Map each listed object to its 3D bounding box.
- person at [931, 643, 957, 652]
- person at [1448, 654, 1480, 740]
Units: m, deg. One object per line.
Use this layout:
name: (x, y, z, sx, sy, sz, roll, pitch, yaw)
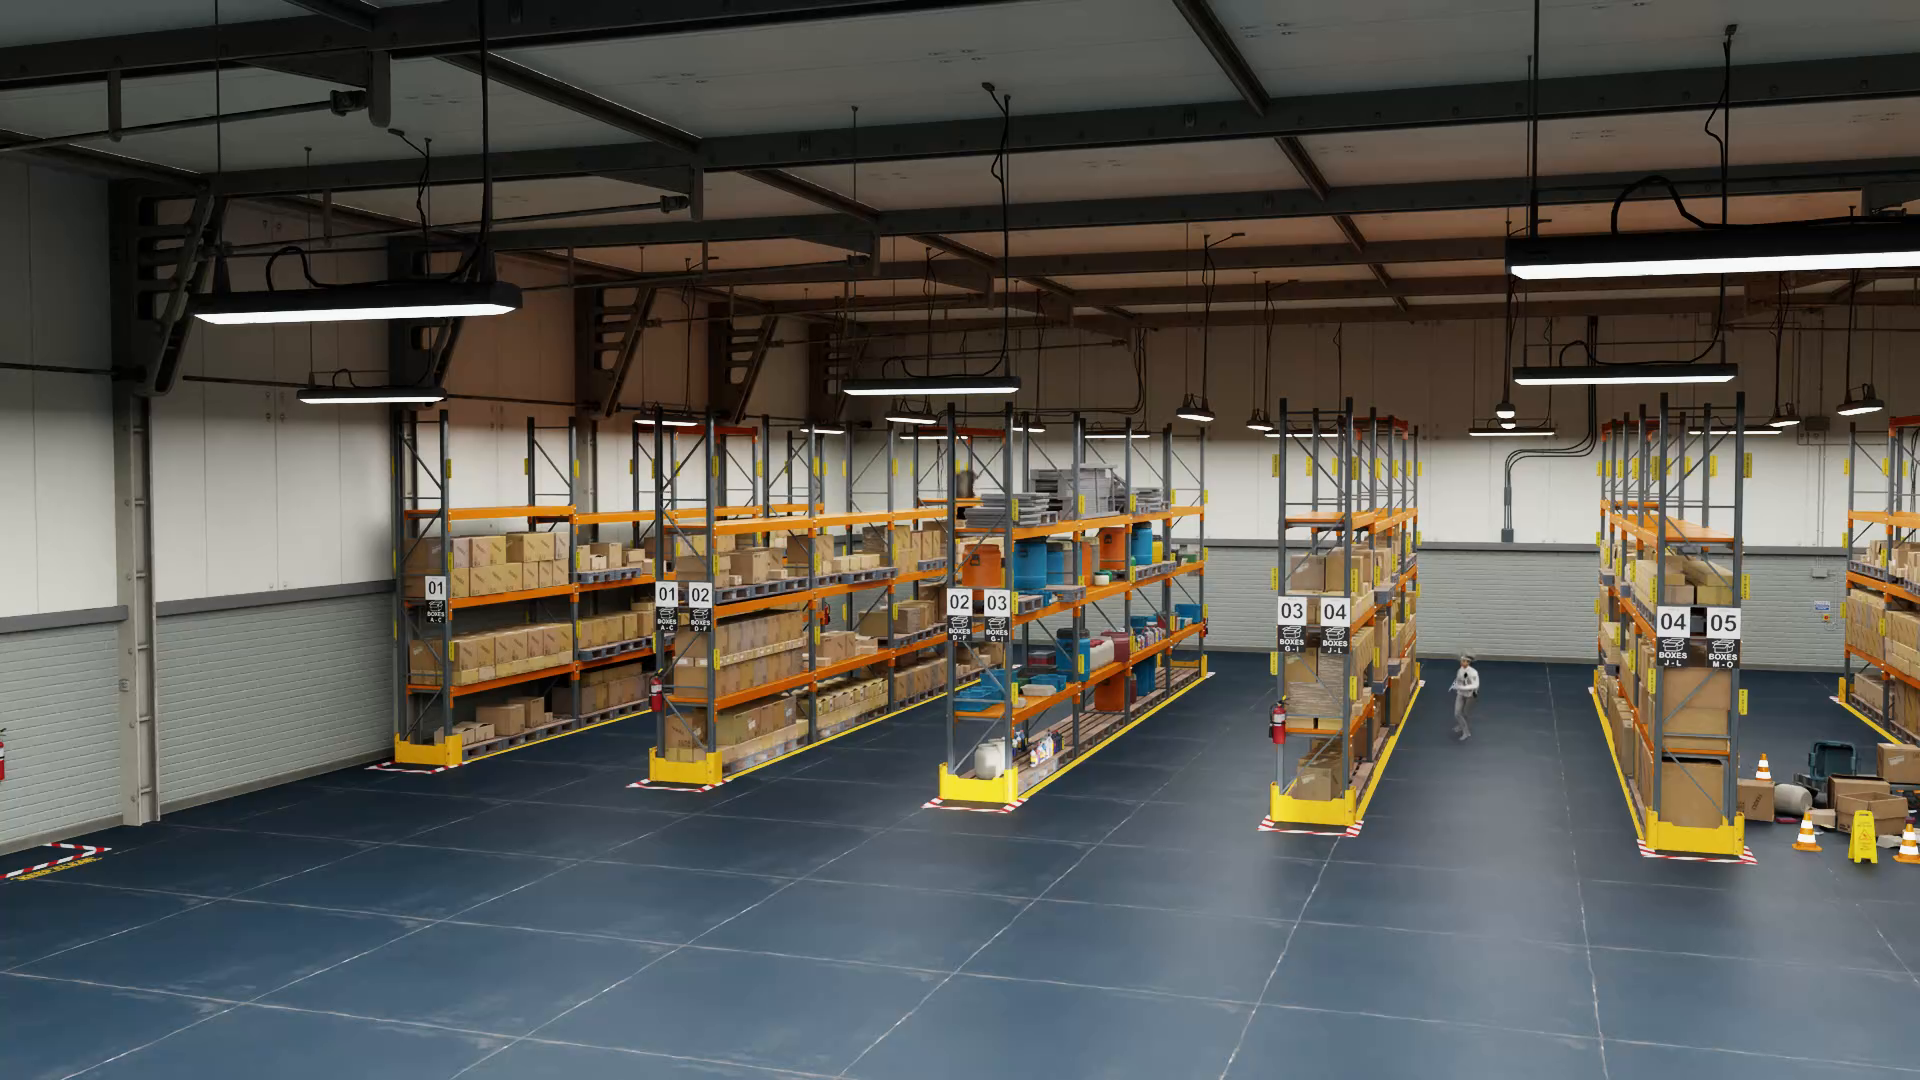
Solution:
person: (-0.384, 2.292, 43.504, 0.855, 1.717, 0.544, 2, 3, 32)
person: (9.396, 2.900, 30.880, 0.590, 1.626, 0.710, -2, 3, -43)
